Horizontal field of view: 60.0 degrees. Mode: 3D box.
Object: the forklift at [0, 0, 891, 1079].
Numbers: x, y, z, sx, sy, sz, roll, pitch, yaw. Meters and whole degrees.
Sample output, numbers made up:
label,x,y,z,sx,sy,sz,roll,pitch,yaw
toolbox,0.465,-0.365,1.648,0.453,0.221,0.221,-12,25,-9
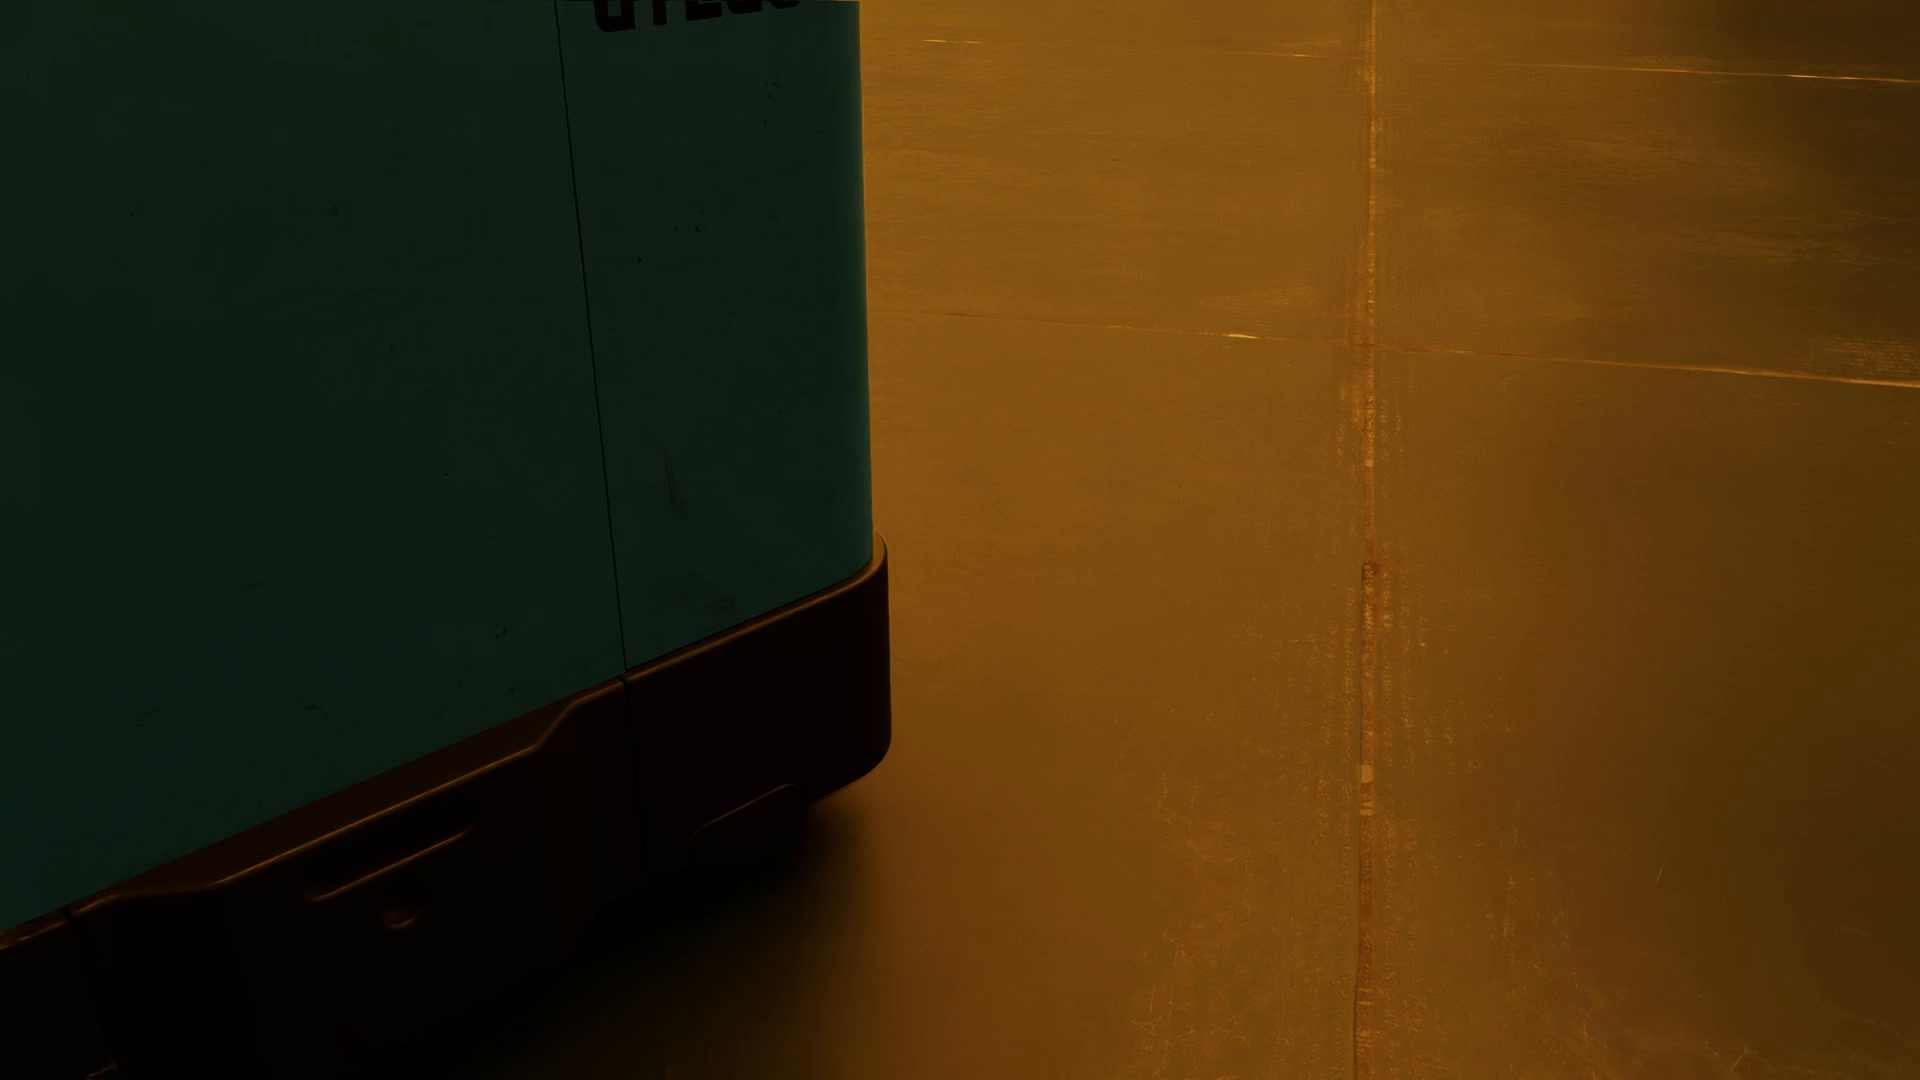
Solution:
label,x,y,z,sx,sy,sz,roll,pitch,yaw
forklift,-1.500,-0.722,0.678,3.031,2.935,1.130,-23,35,-38
